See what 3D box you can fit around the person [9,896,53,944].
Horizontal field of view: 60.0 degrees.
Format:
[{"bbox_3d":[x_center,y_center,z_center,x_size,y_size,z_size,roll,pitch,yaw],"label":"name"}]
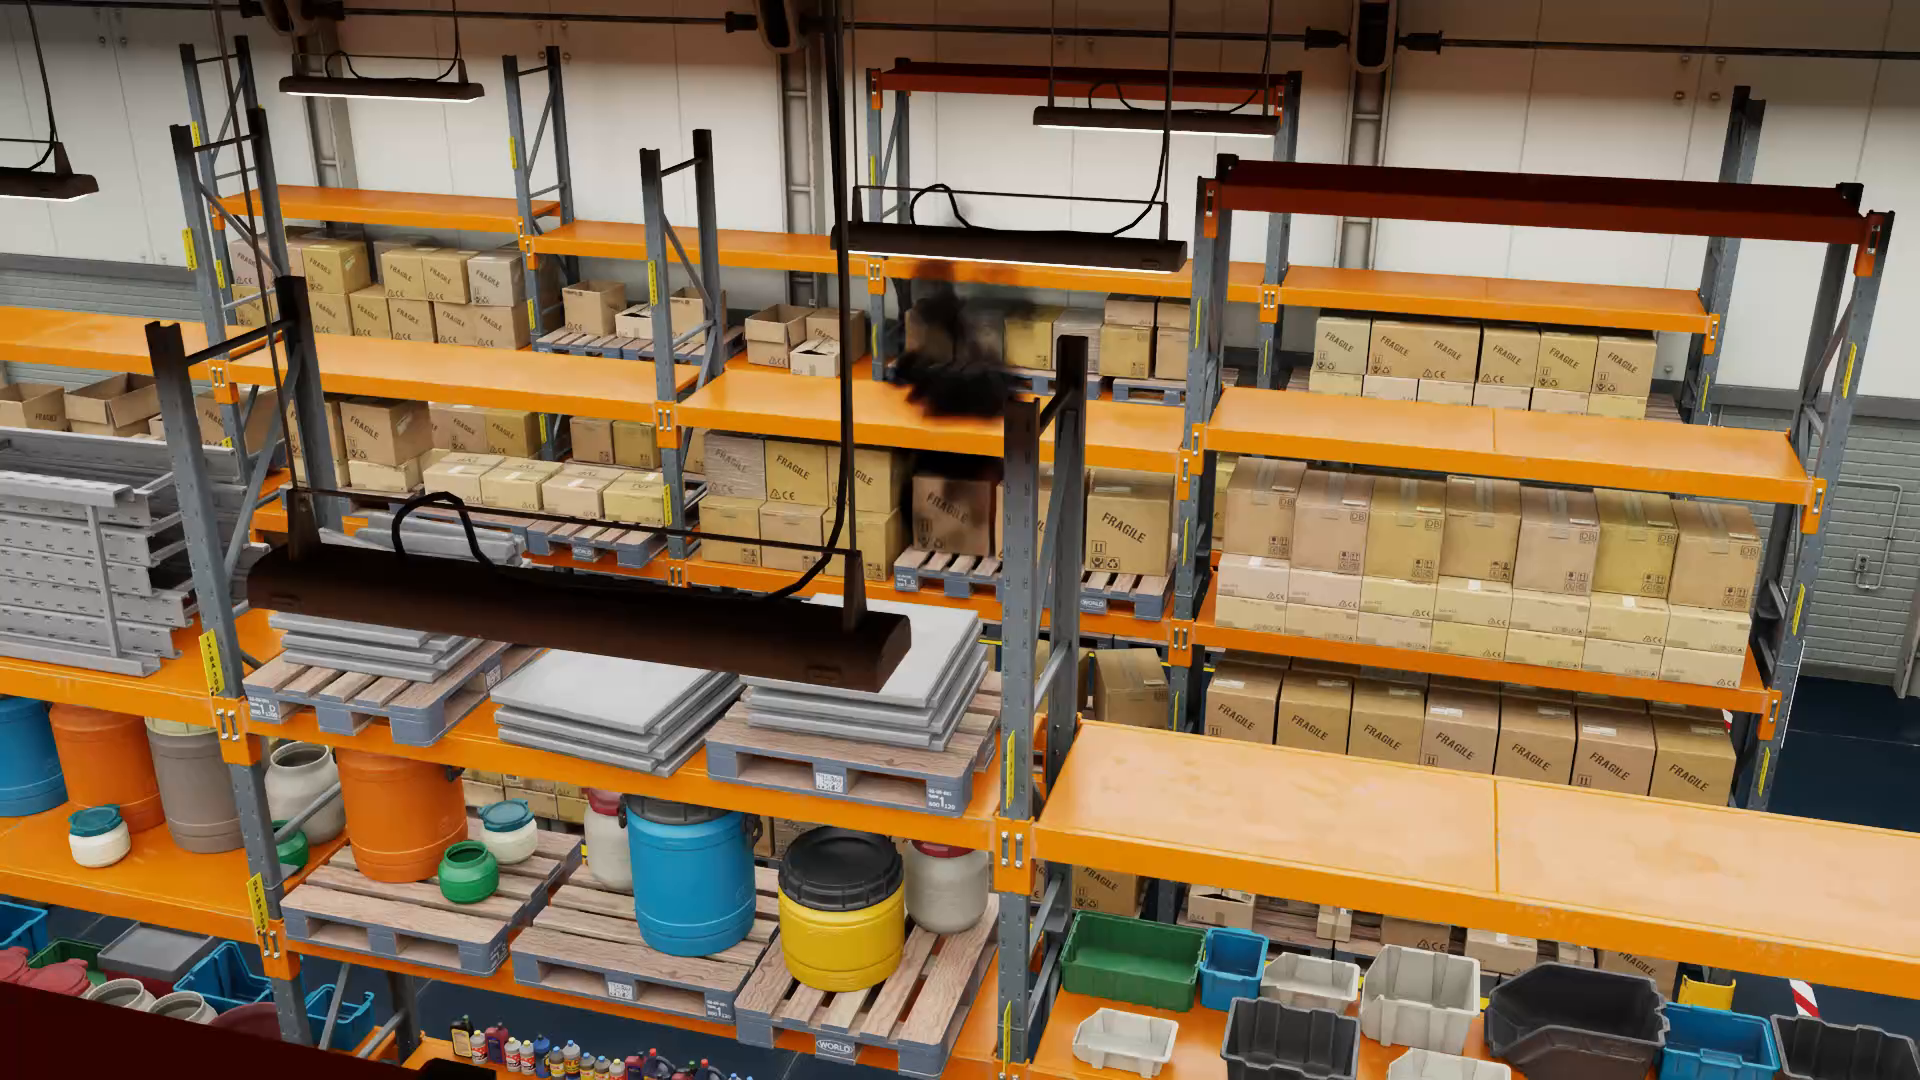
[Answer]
[{"bbox_3d":[-6.834,2.639,12.328,0.730,1.603,0.584,5,23,12],"label":"person"}]
